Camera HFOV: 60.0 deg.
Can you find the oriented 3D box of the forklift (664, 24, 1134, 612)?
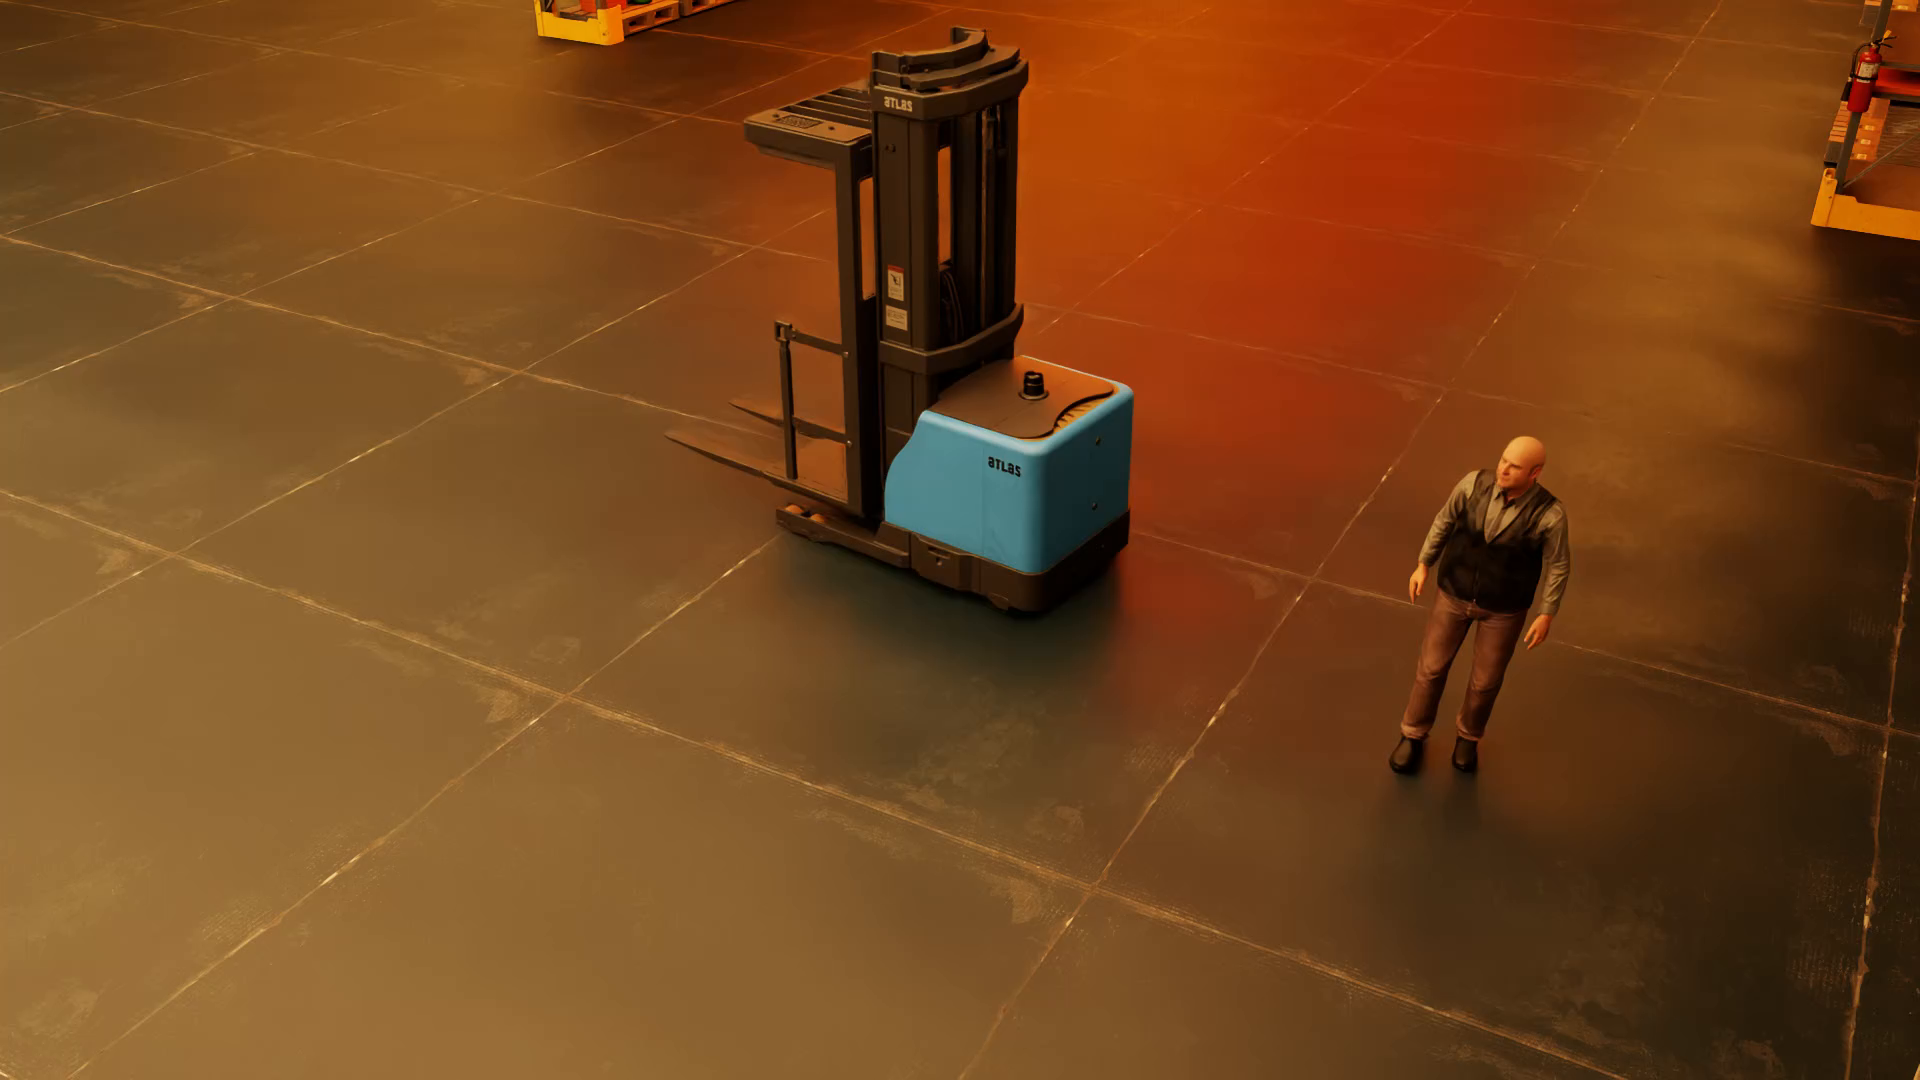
[{"bbox_3d":[-0.496,-1.448,9.579,3.031,2.935,1.130,20,36,31],"label":"forklift"}]

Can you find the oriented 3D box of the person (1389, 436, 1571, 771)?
[{"bbox_3d":[2.411,0.317,7.732,0.688,1.721,0.544,17,34,26],"label":"person"}]
